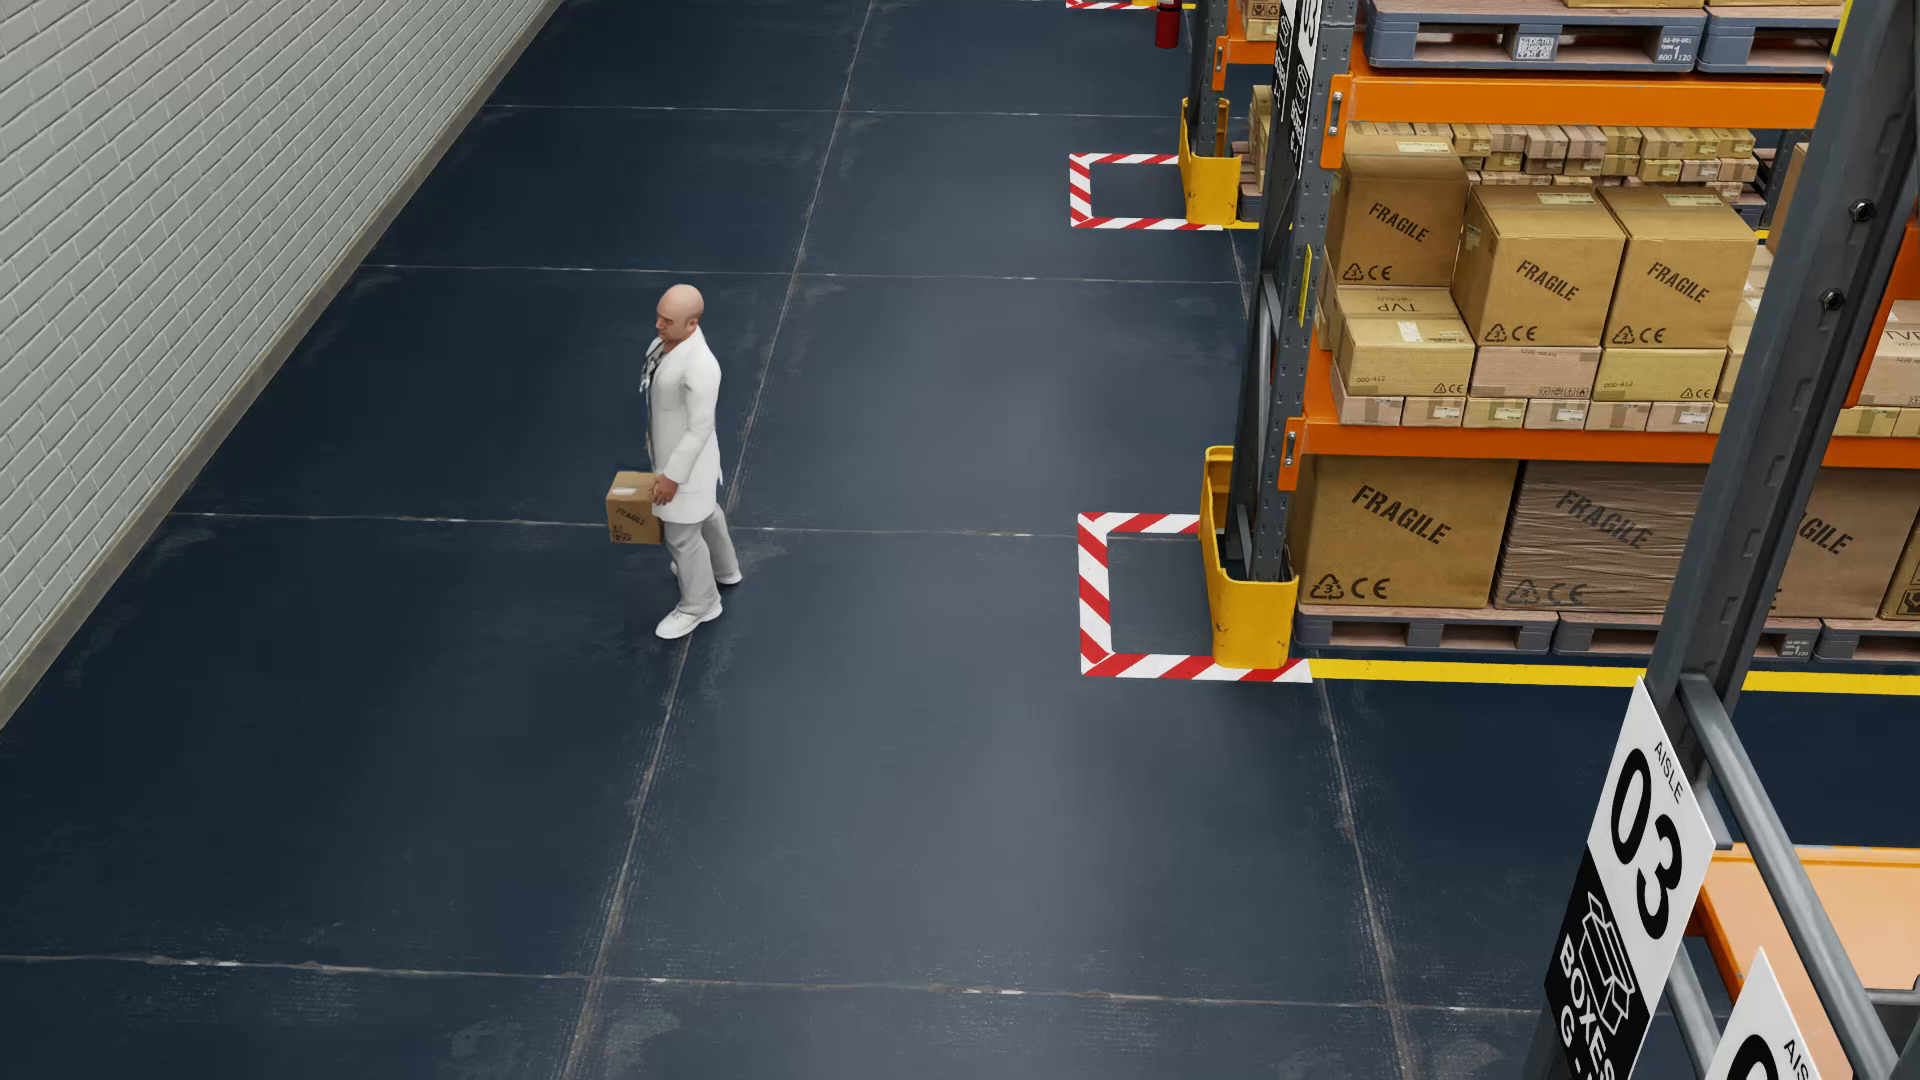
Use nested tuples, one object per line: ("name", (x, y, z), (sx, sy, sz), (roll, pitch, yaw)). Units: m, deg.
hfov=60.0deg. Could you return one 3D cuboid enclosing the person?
("person", (-1.295, -0.405, 7.708), (0.507, 1.773, 0.650), (-12, 37, -17))
